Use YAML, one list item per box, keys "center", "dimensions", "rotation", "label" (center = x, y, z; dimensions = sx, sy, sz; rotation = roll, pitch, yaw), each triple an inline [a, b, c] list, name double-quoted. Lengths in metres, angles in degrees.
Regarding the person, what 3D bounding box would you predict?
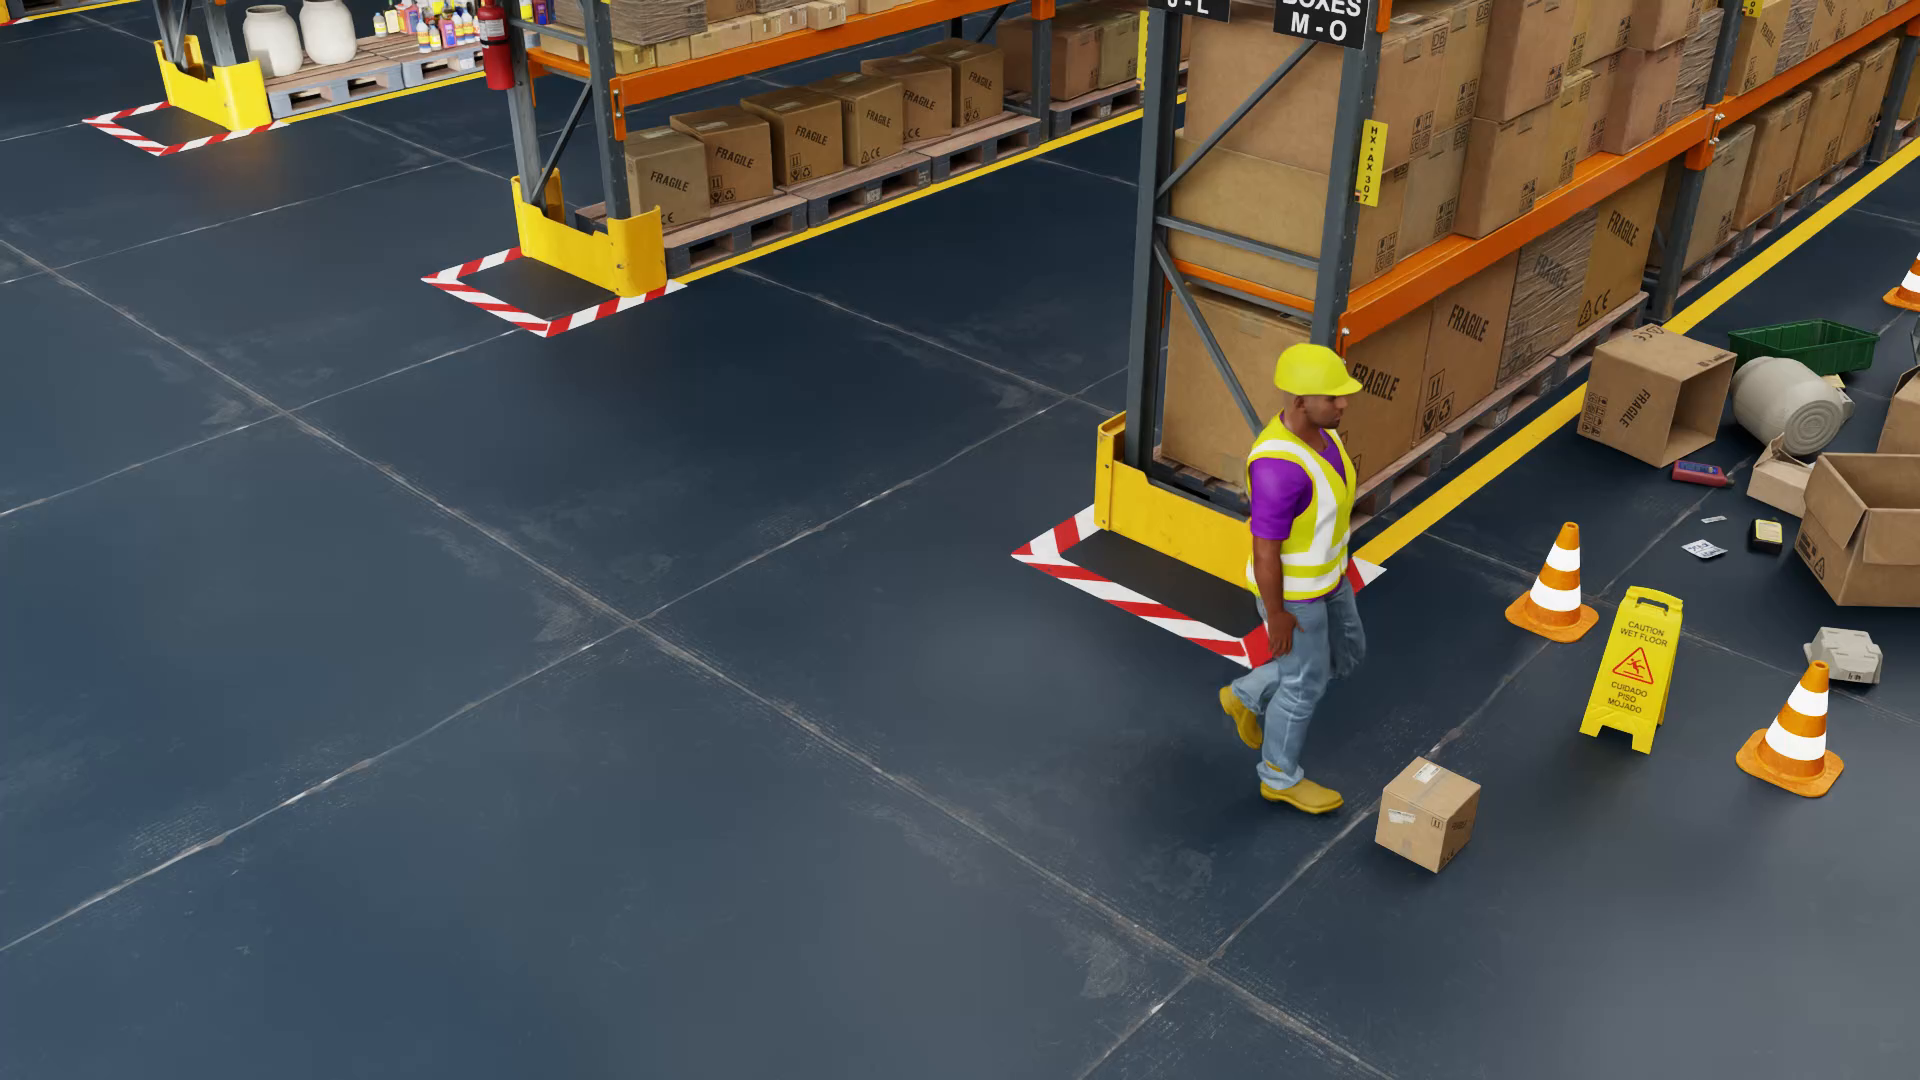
- center: [1.205, 0.139, 5.851]
  dimensions: [0.544, 1.752, 0.589]
  rotation: [14, 34, 22]
  label: "person"
